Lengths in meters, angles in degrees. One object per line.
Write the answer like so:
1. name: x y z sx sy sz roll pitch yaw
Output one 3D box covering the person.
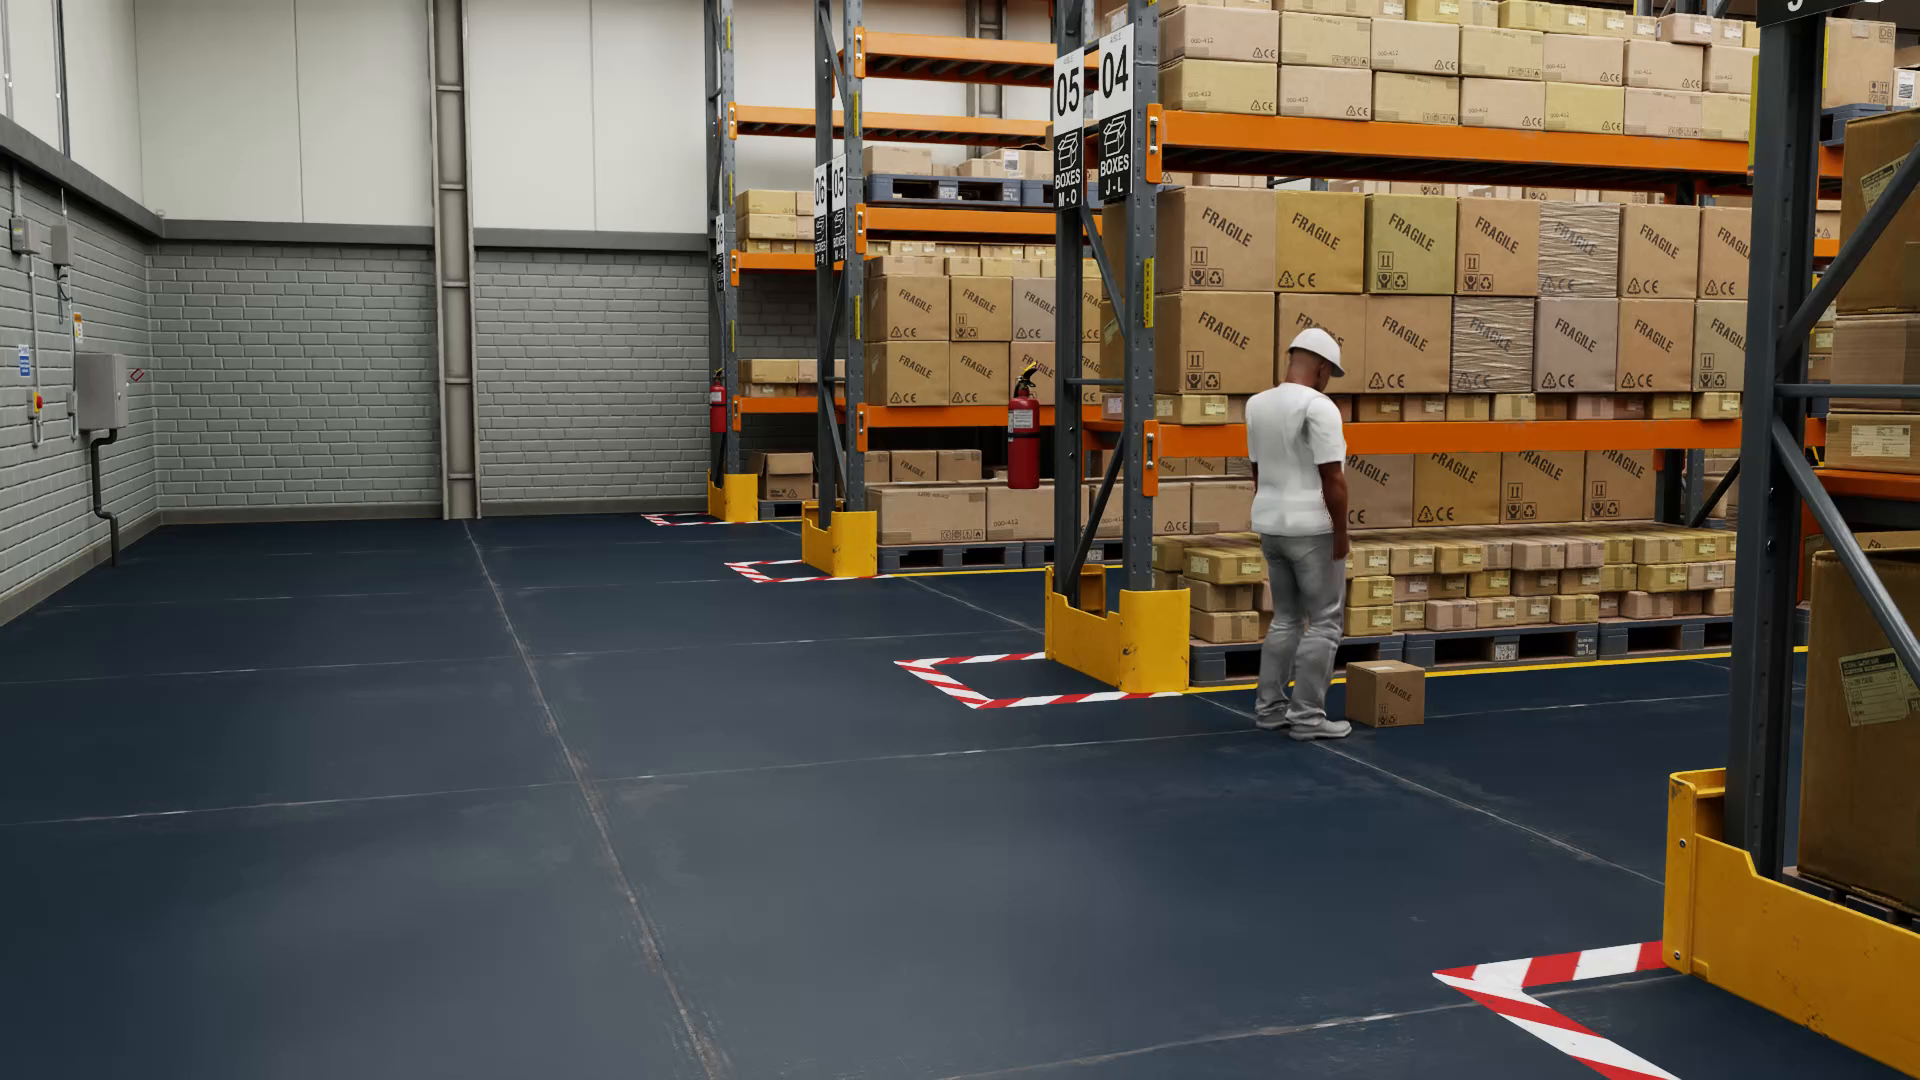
1. person: 1.476 -0.035 7.183 0.396 1.743 0.578 -3 6 -26
